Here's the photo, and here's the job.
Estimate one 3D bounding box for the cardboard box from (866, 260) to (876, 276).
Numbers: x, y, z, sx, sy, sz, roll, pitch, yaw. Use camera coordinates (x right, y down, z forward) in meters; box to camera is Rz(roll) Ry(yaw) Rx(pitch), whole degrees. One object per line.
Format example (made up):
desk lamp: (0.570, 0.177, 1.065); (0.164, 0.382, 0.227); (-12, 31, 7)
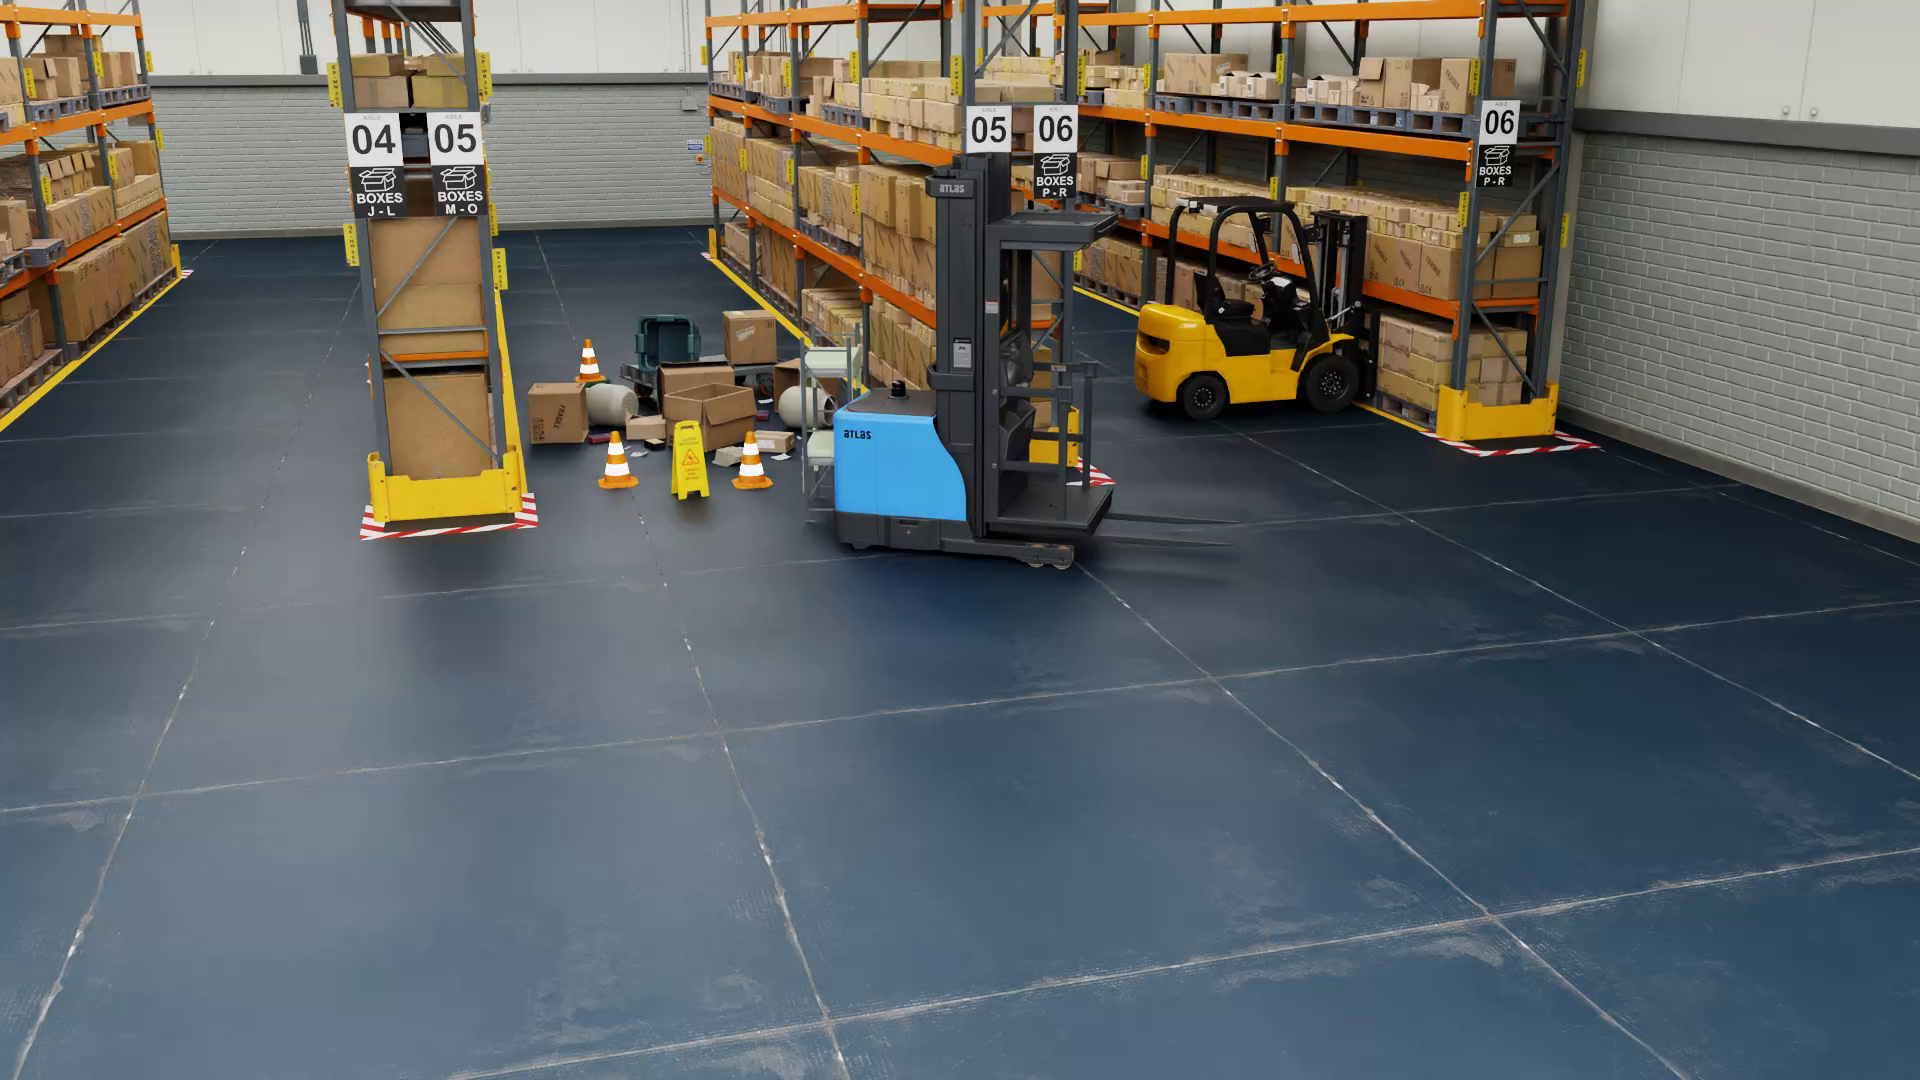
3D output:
cardboard box: (-0.812, -2.970, 18.061); (0.380, 0.149, 0.250); (-5, 17, -16)

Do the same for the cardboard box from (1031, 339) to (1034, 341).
cardboard box: (0.398, -1.735, 16.261); (0.500, 0.500, 0.500); (-5, 18, -17)

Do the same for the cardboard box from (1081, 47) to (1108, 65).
cardboard box: (2.133, -7.636, 26.239); (0.396, 0.266, 0.258); (-5, 17, -16)

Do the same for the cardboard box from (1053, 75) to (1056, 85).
cardboard box: (1.682, -7.260, 26.226); (0.380, 0.149, 0.250); (-4, 17, -14)

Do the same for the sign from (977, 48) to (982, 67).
sign: (0.362, -8.727, 30.059); (0.100, 0.325, 0.005); (-5, 17, -15)

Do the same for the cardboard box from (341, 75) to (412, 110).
cardboard box: (-4.626, -3.546, 13.169); (0.500, 0.250, 0.500); (-4, 17, -15)

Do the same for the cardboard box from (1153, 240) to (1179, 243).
cardboard box: (3.060, -4.406, 24.895); (0.380, 0.149, 0.250); (-6, 18, -18)

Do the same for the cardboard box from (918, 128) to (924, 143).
cardboard box: (-0.183, -3.845, 15.762); (0.380, 0.149, 0.250); (-5, 17, -17)

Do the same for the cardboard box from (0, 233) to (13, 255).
cardboard box: (-10.500, -3.222, 17.969); (0.396, 0.266, 0.258); (-5, 17, -17)

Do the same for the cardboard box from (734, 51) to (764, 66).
cardboard box: (-3.191, -7.521, 26.478); (0.797, 0.503, 0.637); (-3, 17, -11)

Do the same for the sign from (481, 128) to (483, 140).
sign: (-8.081, -6.847, 27.969); (0.100, 0.325, 0.005); (-5, 17, -15)

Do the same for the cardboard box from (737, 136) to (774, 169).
cardboard box: (-3.184, -6.051, 25.969); (0.500, 0.500, 0.500); (-5, 17, -16)

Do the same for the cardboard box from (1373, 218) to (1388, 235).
cardboard box: (4.540, -3.275, 17.338); (0.380, 0.149, 0.250); (-5, 17, -15)

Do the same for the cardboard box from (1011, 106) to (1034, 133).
cardboard box: (0.627, -3.763, 14.796); (0.500, 0.250, 0.500); (-5, 17, -16)

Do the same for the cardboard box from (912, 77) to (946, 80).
cardboard box: (-0.293, -4.830, 17.655); (0.380, 0.149, 0.250); (-4, 17, -14)

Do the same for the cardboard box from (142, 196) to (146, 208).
cardboard box: (-12.582, -5.123, 25.228); (0.380, 0.149, 0.250); (-4, 17, -14)

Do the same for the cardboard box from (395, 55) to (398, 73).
cardboard box: (-5.061, -4.112, 14.360); (0.380, 0.149, 0.250); (-5, 17, -15)

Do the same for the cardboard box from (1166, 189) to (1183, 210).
cardboard box: (3.105, -4.589, 22.408); (0.500, 0.250, 0.500); (-4, 17, -14)

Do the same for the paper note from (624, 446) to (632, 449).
paper note: (-3.171, -0.882, 15.871); (0.032, 0.001, 0.123); (4, 17, 13)

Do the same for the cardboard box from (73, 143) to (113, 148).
cardboard box: (-13.407, -5.876, 25.738); (0.500, 0.500, 0.500); (-5, 17, -17)

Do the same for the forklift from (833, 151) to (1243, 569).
forklift: (0.610, -1.358, 12.379); (3.031, 2.935, 1.130); (4, 17, 14)

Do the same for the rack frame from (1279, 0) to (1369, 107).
rack frame: (4.181, -6.469, 18.846); (1.000, 3.000, 0.127); (-5, 17, -15)

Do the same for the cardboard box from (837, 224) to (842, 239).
cardboard box: (-1.232, -3.617, 19.485); (0.380, 0.149, 0.250); (-5, 17, -15)

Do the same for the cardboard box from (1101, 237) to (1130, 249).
cardboard box: (2.365, -4.502, 25.215); (0.380, 0.149, 0.250); (-6, 18, -18)

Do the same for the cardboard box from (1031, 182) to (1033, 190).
cardboard box: (1.419, -5.972, 28.055); (0.380, 0.149, 0.250); (-4, 17, -14)

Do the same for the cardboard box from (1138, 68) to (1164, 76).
cardboard box: (2.732, -6.553, 23.391); (0.380, 0.149, 0.250); (-5, 18, -17)

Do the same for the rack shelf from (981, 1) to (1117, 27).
rack shelf: (1.433, -8.889, 28.158); (1.077, 0.370, 4.000); (-5, 17, -15)

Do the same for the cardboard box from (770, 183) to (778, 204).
cardboard box: (-2.372, -4.872, 23.348); (0.500, 0.250, 0.500); (-5, 17, -17)

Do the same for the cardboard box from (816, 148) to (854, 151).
cardboard box: (-1.736, -5.128, 22.897); (0.500, 0.500, 0.500); (-5, 17, -15)

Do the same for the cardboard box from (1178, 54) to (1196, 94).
cardboard box: (3.281, -6.084, 21.702); (0.700, 0.500, 0.500); (-5, 17, -16)

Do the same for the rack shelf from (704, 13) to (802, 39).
rack shelf: (-3.339, -8.306, 26.905); (1.077, 0.370, 4.000); (-5, 17, -15)

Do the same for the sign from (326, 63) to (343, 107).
sign: (-4.748, -3.460, 12.642); (0.100, 0.325, 0.005); (-5, 17, -15)

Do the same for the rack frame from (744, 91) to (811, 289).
rack frame: (-2.789, -5.415, 25.766); (1.000, 3.000, 0.127); (-5, 17, -15)

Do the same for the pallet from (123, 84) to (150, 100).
pallet: (-13.203, -6.928, 25.742); (1.003, 0.211, 1.213); (-5, 17, -15)

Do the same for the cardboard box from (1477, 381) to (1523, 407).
cardboard box: (5.333, -1.525, 16.864); (0.500, 0.250, 0.500); (-5, 17, -15)

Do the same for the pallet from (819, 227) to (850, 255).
pallet: (-1.106, -3.673, 20.298); (1.003, 0.211, 1.213); (-5, 17, -15)

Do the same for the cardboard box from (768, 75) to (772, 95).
cardboard box: (-2.405, -6.235, 22.786); (0.396, 0.266, 0.258); (-5, 17, -17)

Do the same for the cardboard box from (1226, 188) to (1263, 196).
cardboard box: (3.557, -4.313, 20.794); (0.380, 0.149, 0.250); (-5, 17, -17)

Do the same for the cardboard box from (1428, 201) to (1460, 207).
cardboard box: (5.140, -3.468, 17.465); (0.380, 0.149, 0.250); (-5, 17, -17)

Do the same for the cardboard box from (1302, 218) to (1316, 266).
cardboard box: (4.211, -3.358, 18.742); (0.500, 0.500, 0.500); (-4, 17, -14)

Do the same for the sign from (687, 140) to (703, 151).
sign: (-5.524, -8.222, 34.640); (0.327, 0.218, 0.001); (-5, 17, -15)

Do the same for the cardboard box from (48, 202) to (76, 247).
cardboard box: (-11.234, -3.872, 20.453); (0.500, 0.500, 0.500); (-5, 17, -17)

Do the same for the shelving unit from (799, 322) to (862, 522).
shelving unit: (-1.041, -0.970, 13.573); (0.431, 1.500, 0.755); (1, 17, 2)

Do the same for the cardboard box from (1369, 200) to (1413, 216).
cardboard box: (4.552, -3.497, 17.560); (0.380, 0.149, 0.250); (-4, 17, -14)

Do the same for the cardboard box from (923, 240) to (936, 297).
cardboard box: (-0.038, -2.554, 15.548); (0.500, 0.500, 0.500); (-5, 17, -15)

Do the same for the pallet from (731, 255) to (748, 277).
pallet: (-3.262, -4.634, 28.013); (1.003, 0.211, 1.213); (-5, 17, -15)

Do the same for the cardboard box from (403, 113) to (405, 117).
cardboard box: (-5.197, -3.869, 14.936); (0.380, 0.149, 0.250); (-5, 17, -15)

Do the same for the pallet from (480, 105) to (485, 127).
pallet: (-5.883, -4.753, 18.674); (1.003, 0.211, 1.213); (-4, 17, -13)

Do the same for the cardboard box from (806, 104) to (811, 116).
cardboard box: (-1.767, -5.525, 21.352); (0.380, 0.149, 0.250); (-5, 17, -15)

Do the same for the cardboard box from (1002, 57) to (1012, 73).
cardboard box: (1.037, -8.239, 28.827); (0.500, 0.250, 0.500); (-5, 17, -16)

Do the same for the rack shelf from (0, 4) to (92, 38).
rack shelf: (-11.768, -6.416, 20.614); (1.077, 0.370, 4.000); (-5, 17, -15)

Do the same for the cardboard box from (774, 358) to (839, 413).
cardboard box: (-1.604, -1.602, 17.413); (0.500, 0.500, 0.500); (7, 18, 23)

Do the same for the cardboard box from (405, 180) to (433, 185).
cardboard box: (-5.254, -3.267, 16.477); (0.875, 0.550, 0.550); (-5, 17, -15)

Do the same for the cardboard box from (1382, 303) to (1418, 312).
cardboard box: (4.928, -2.420, 18.105); (0.500, 0.250, 0.500); (-5, 17, -16)
